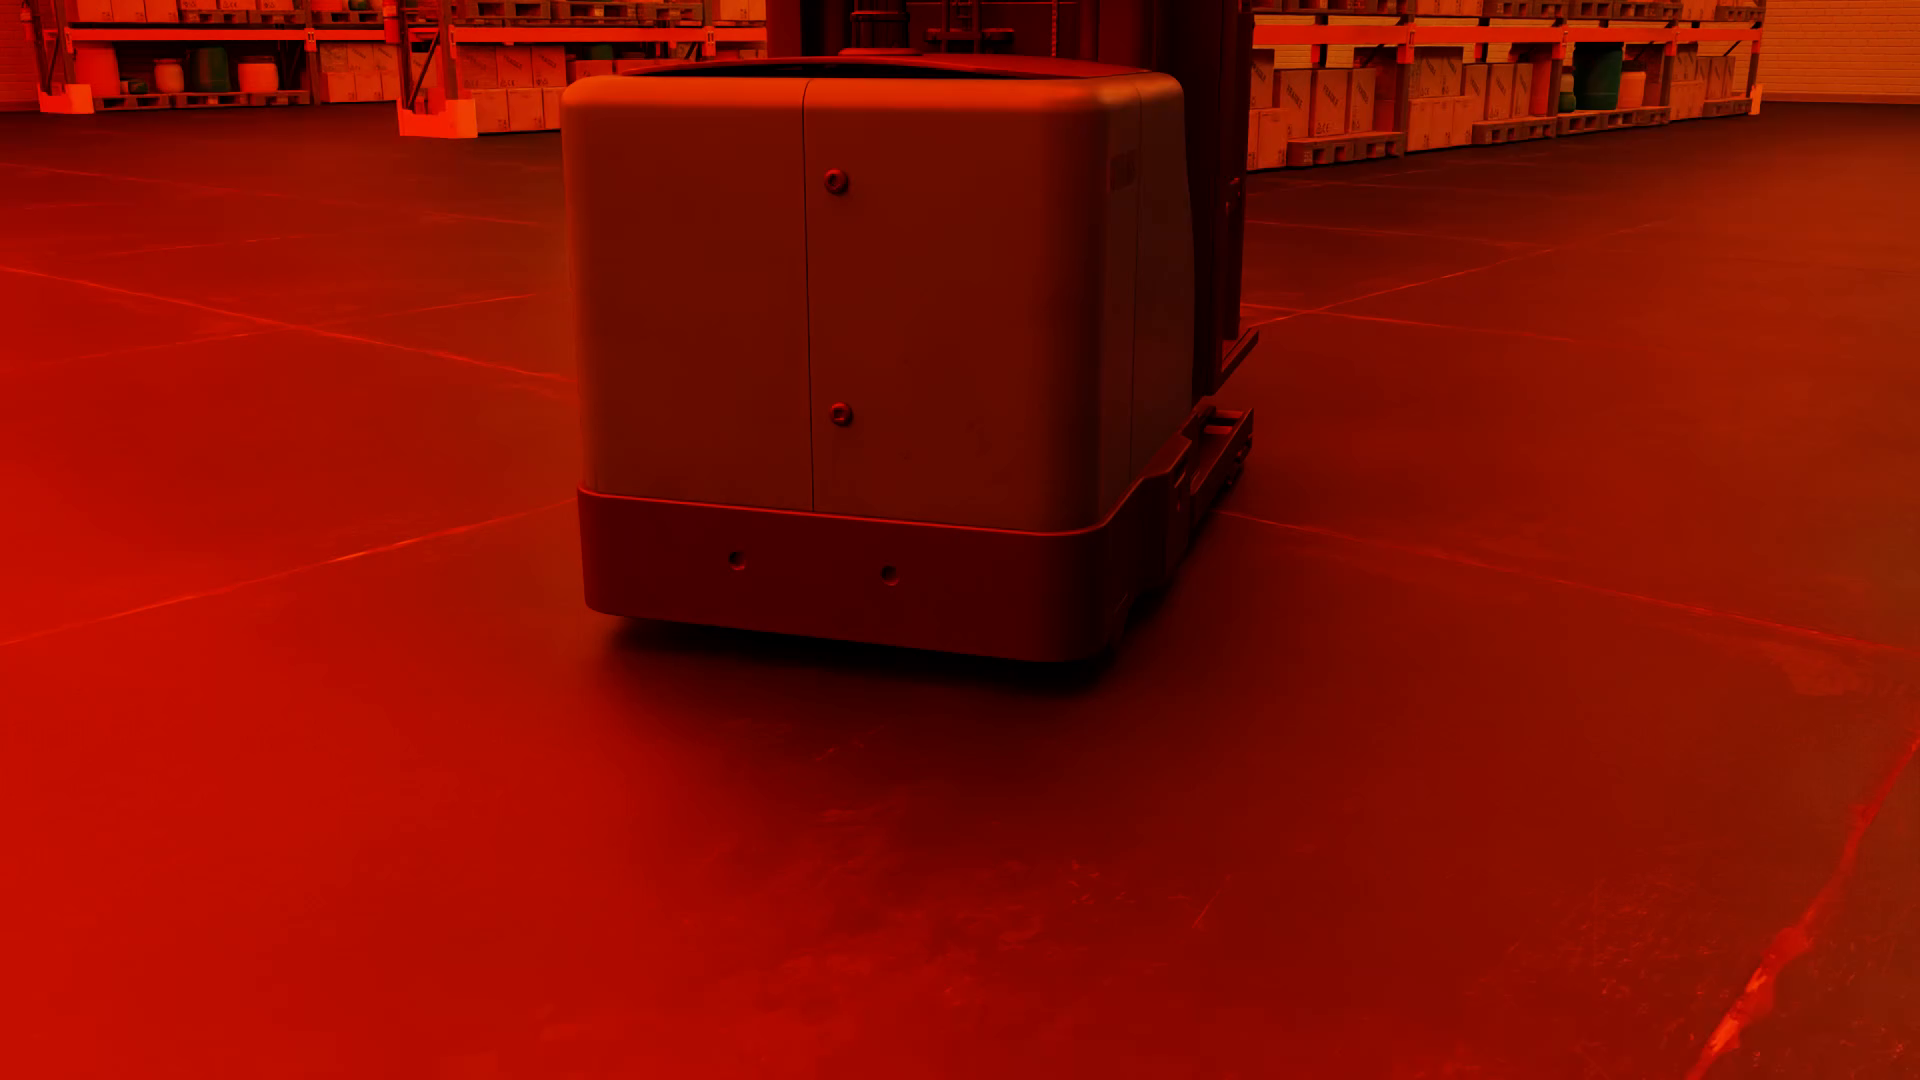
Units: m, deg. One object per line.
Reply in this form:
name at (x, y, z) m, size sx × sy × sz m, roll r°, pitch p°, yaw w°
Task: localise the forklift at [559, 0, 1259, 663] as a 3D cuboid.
forklift at (0.182, -1.571, 4.072) m, size 1.130 × 2.935 × 3.031 m, roll 5°, pitch 18°, yaw 17°
